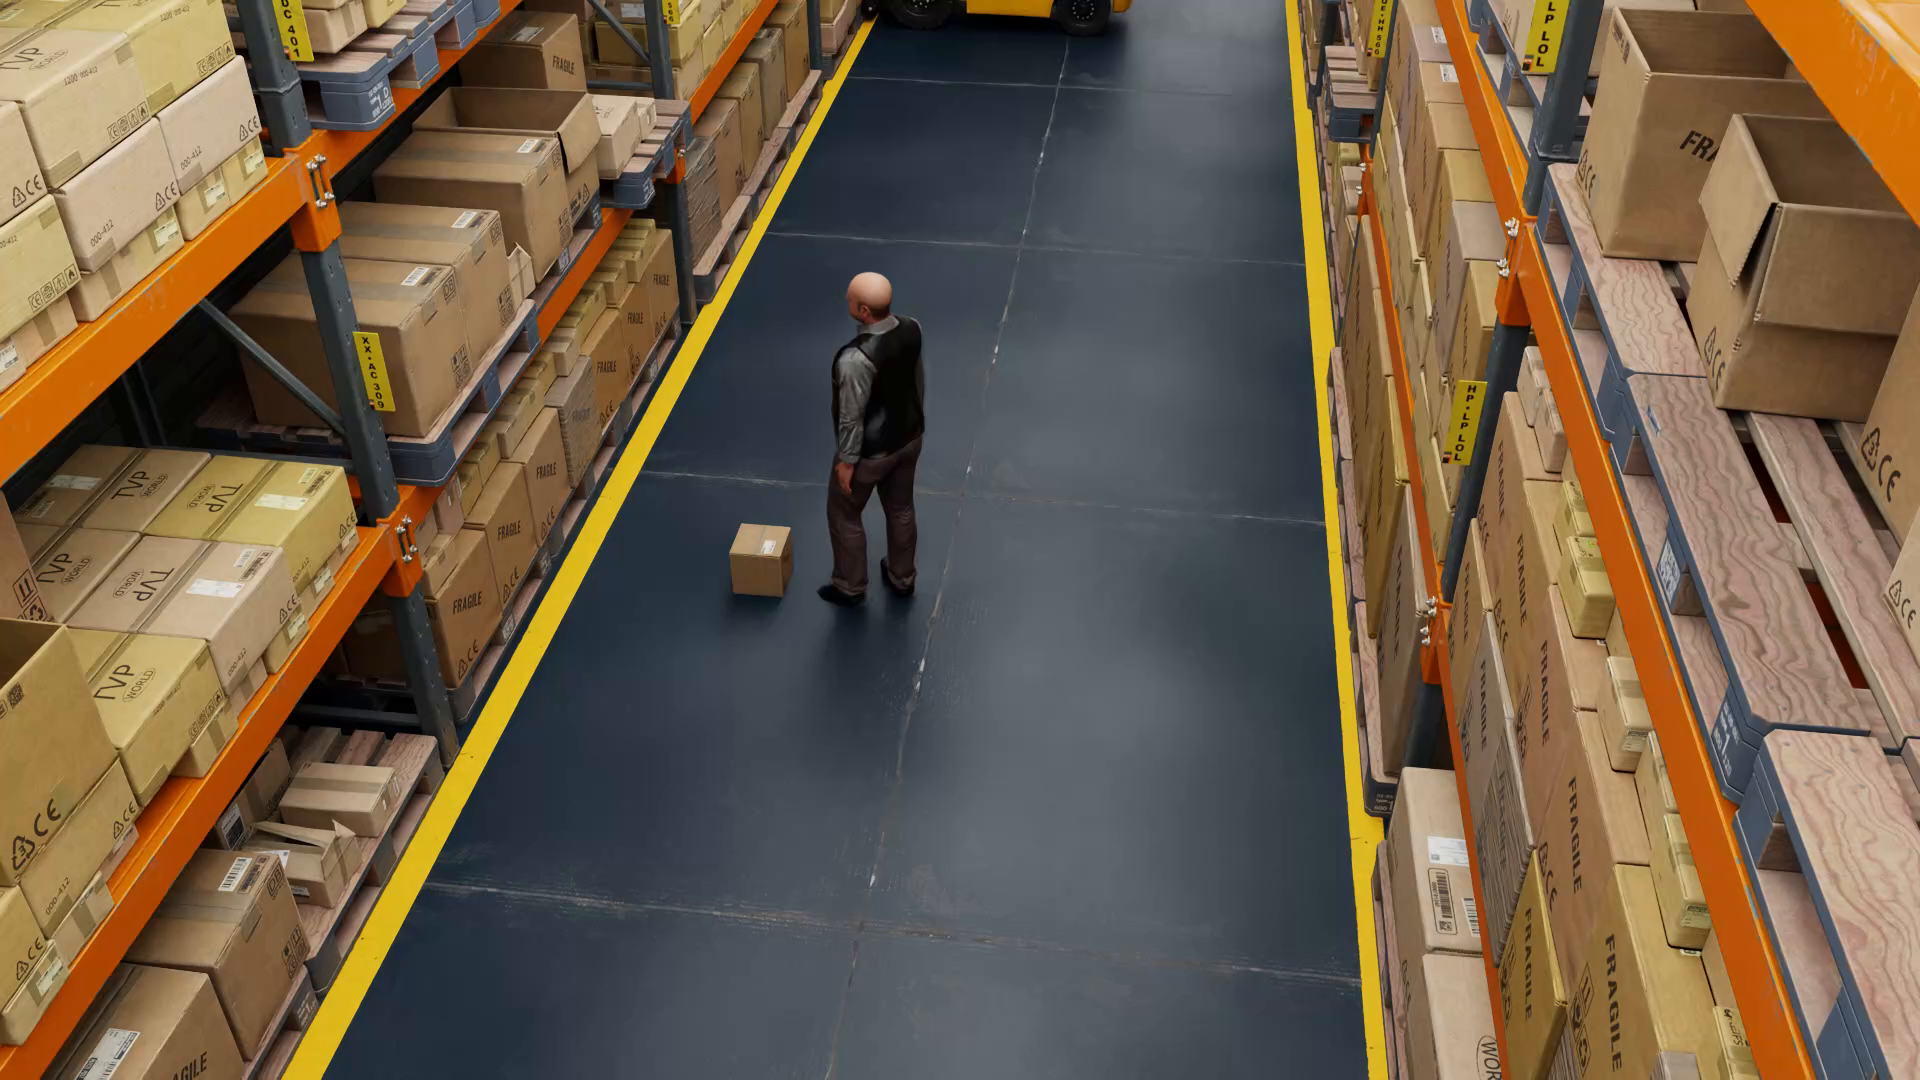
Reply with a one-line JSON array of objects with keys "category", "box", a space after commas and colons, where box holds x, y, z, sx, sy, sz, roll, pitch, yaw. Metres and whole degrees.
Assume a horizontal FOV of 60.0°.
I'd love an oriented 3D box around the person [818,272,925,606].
[{"category": "person", "box": [-0.398, -0.450, 7.718, 0.454, 1.782, 0.599, 28, 44, 33]}]
